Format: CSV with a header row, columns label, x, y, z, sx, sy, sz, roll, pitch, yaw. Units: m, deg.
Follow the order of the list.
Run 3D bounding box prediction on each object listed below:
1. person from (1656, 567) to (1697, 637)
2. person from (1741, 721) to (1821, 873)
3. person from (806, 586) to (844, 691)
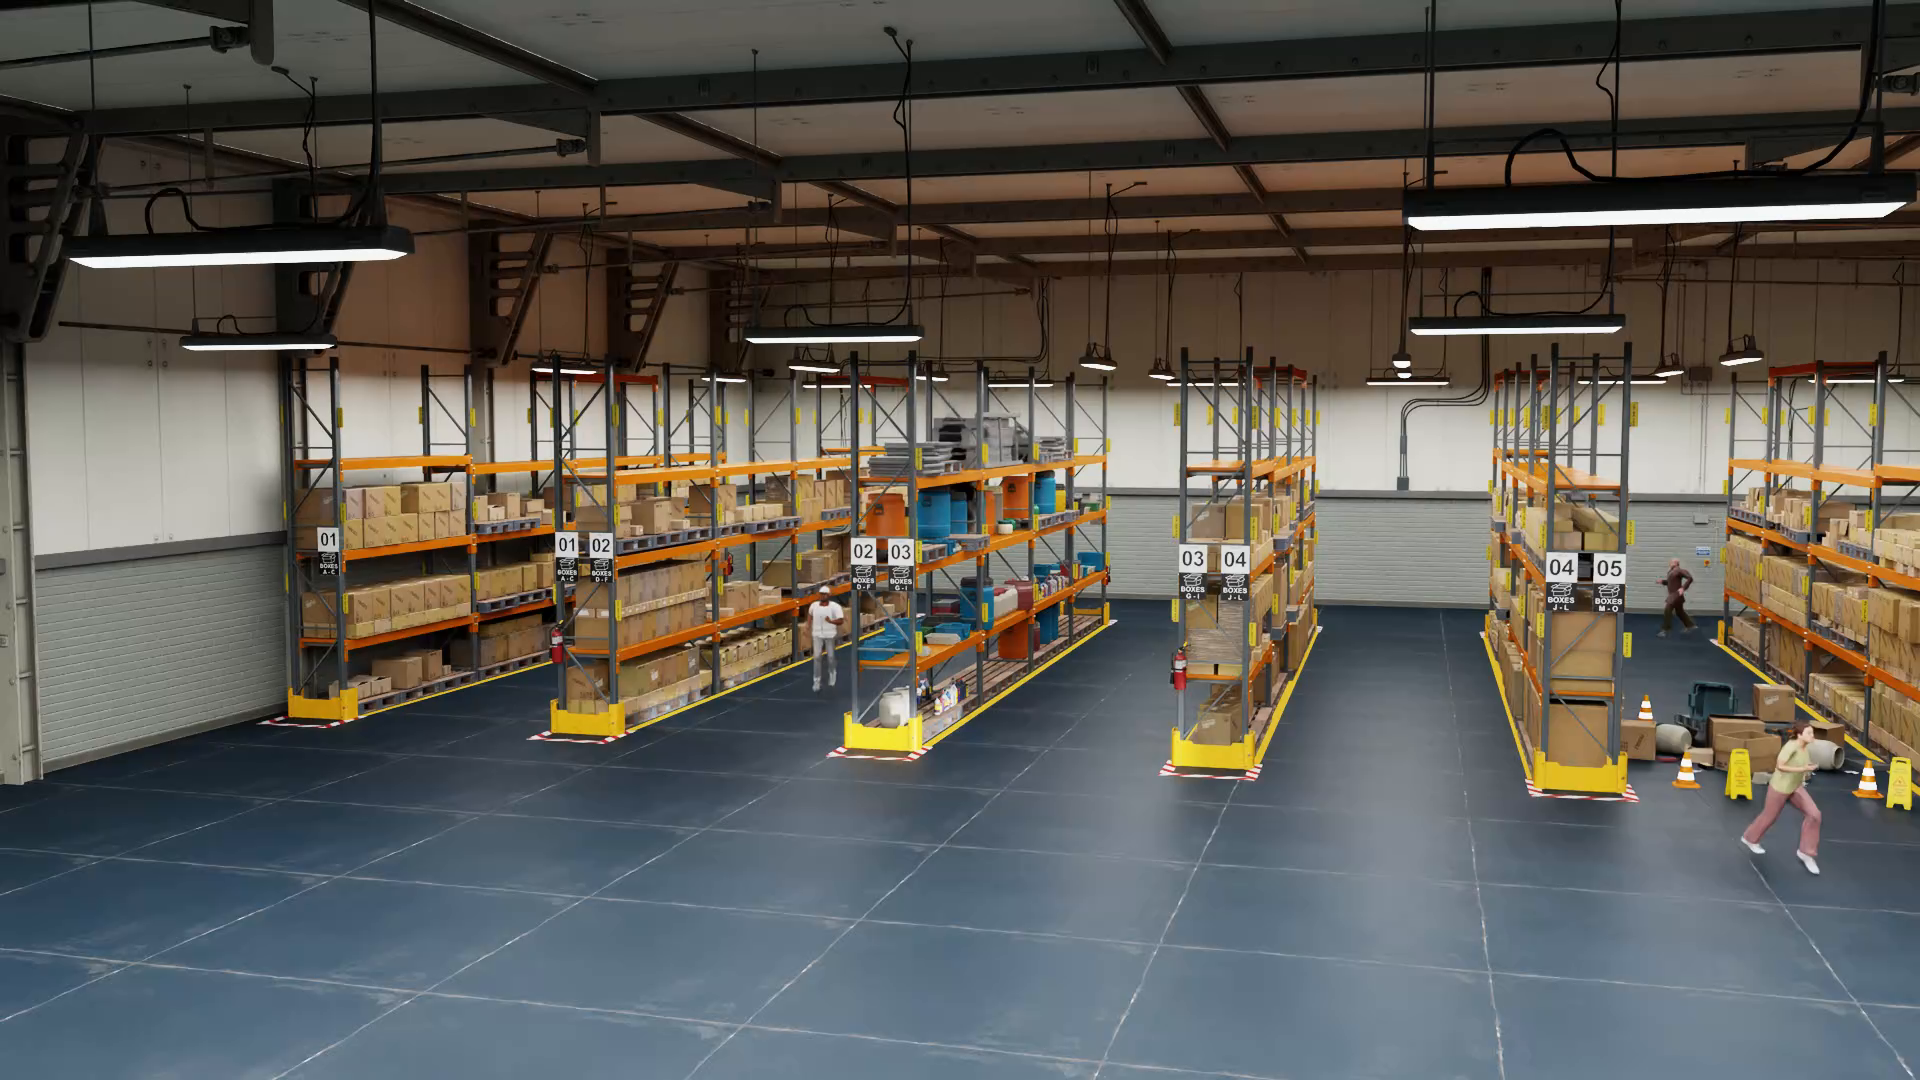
label,x,y,z,sx,sy,sz,roll,pitch,yaw
person,16.450,1.409,38.142,0.931,1.623,0.654,1,4,9
person,9.192,2.822,18.636,0.574,1.672,0.923,-2,5,-27
person,-2.382,1.700,29.174,0.684,1.785,0.905,0,4,6
